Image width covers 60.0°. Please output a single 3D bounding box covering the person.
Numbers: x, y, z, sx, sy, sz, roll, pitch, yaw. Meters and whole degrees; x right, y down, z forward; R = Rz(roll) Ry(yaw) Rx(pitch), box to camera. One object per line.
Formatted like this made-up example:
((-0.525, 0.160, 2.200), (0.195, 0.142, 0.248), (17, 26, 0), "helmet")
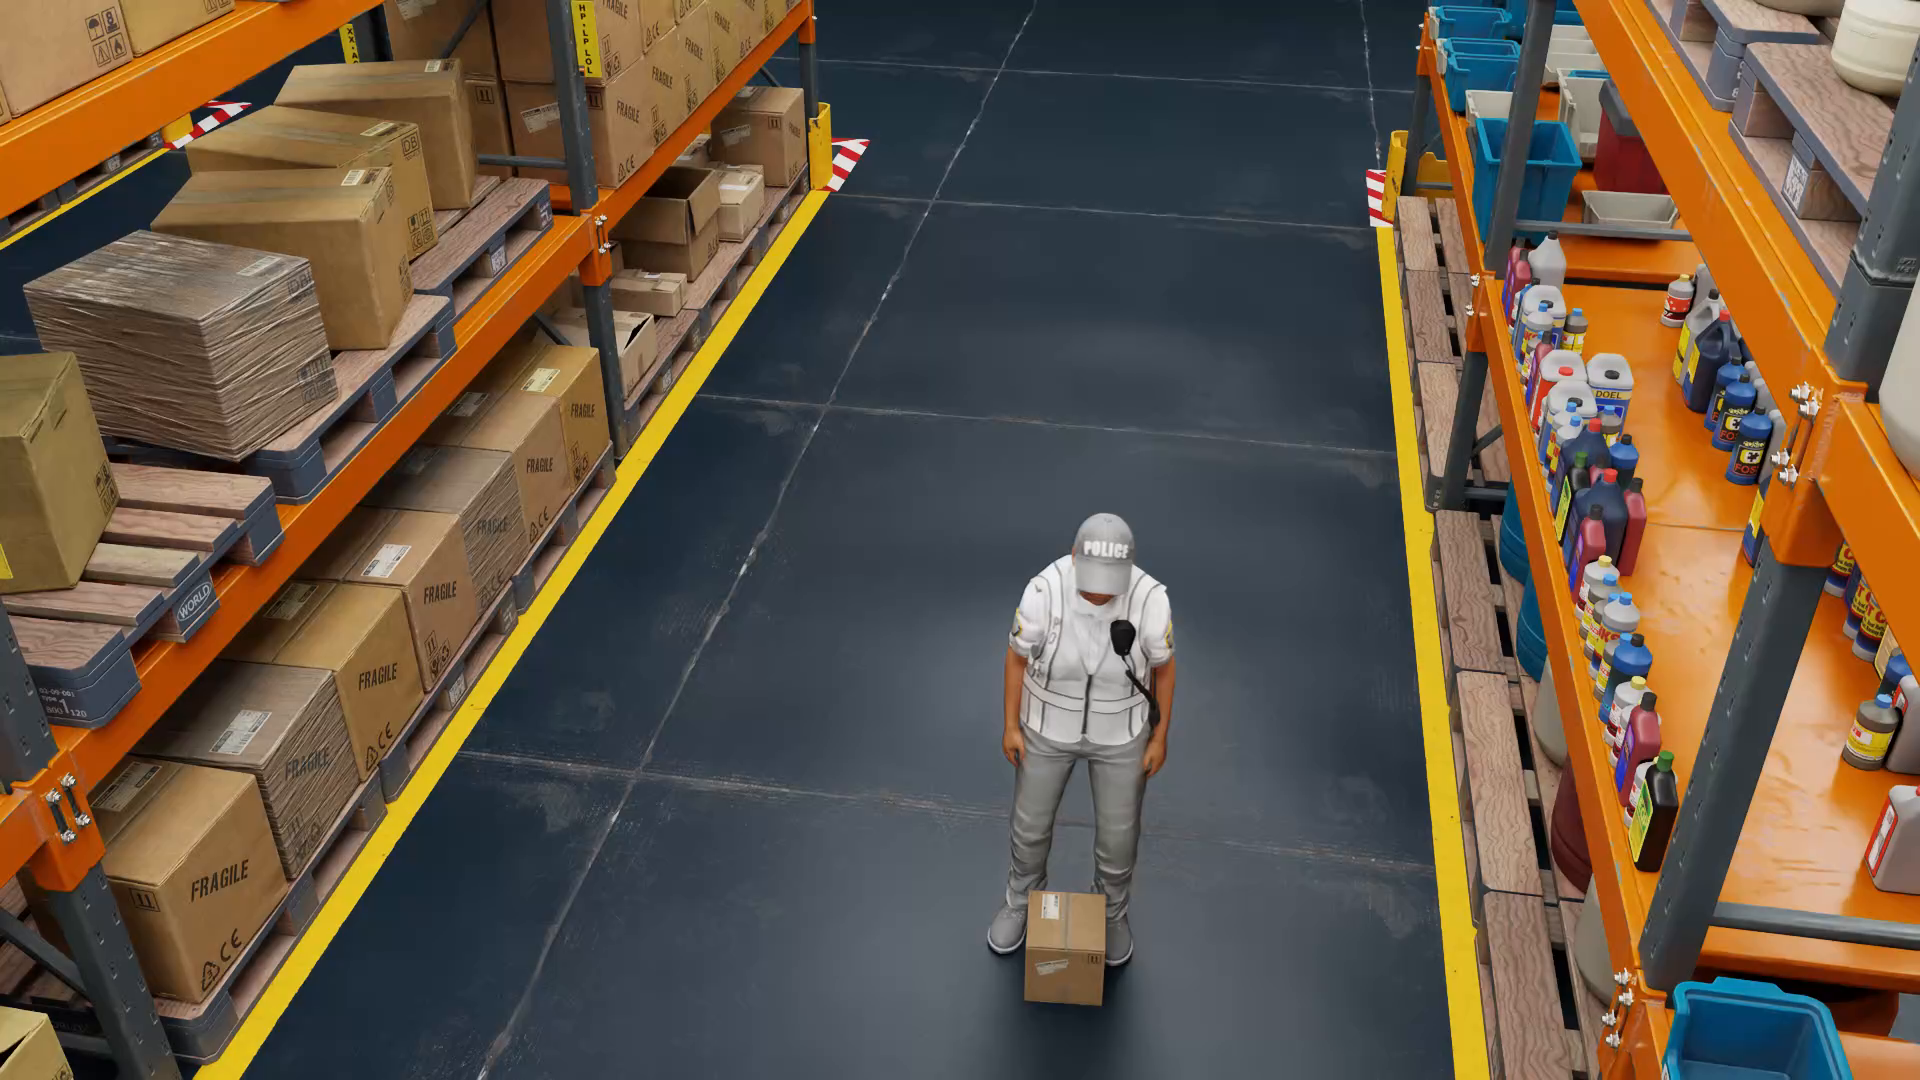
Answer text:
((0.378, 0.609, 5.180), (0.554, 1.665, 0.468), (4, 33, 6), "person")
